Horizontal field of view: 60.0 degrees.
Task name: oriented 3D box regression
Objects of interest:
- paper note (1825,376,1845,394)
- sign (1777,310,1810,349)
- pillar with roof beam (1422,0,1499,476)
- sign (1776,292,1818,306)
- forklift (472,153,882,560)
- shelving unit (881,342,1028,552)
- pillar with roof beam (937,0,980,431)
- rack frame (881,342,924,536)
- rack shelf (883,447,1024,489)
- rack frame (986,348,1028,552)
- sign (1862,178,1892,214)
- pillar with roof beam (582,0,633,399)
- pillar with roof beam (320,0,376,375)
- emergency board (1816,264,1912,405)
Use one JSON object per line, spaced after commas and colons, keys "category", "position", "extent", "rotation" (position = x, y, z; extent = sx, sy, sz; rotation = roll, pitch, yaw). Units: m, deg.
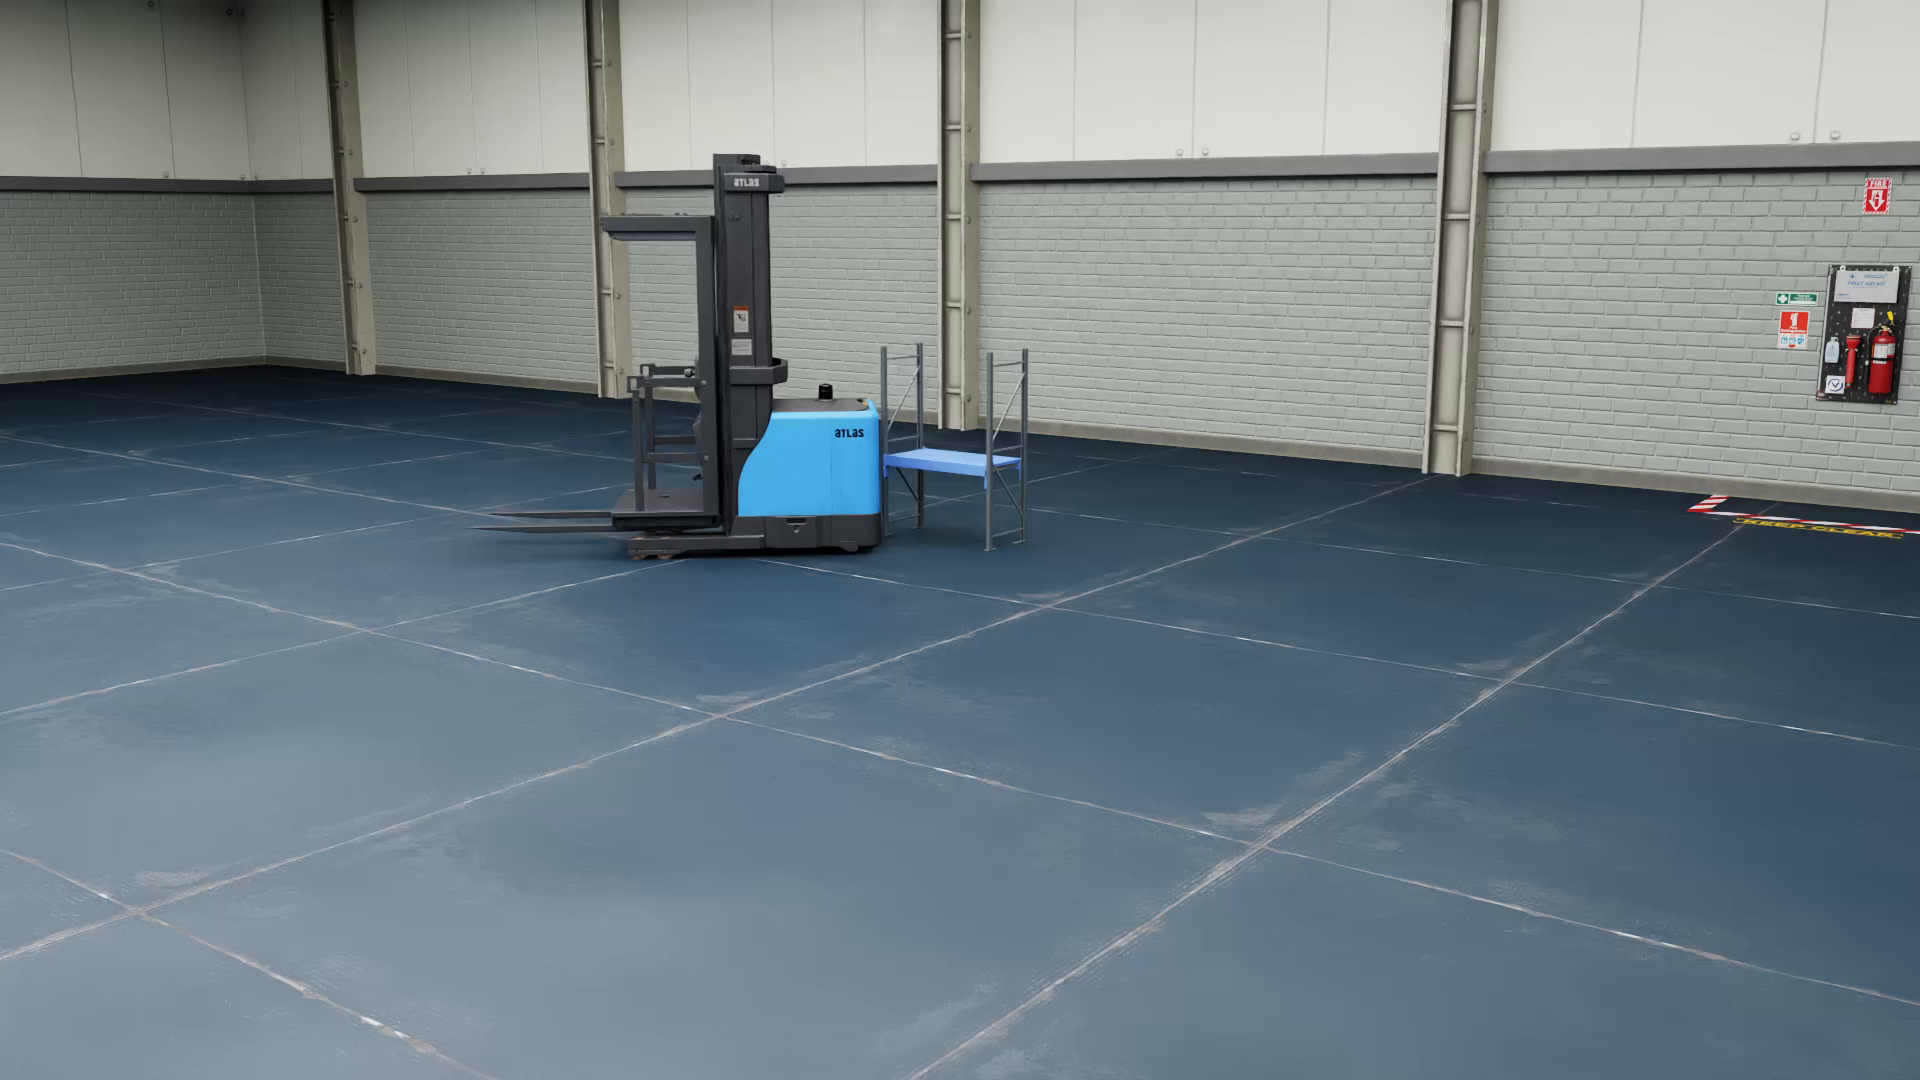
{"category": "paper note", "position": [7.585, -1.346, 14.411], "extent": [0.142, 0.148, 0.016], "rotation": [8, 13, 36]}
{"category": "sign", "position": [7.303, -1.844, 14.569], "extent": [0.234, 0.329, 0.001], "rotation": [8, 13, 36]}
{"category": "pillar with roof beam", "position": [2.272, -4.426, 12.213], "extent": [0.400, 9.000, 9.100], "rotation": [8, 13, 36]}
{"category": "sign", "position": [7.301, -2.102, 14.509], "extent": [0.331, 0.109, 0.001], "rotation": [8, 13, 36]}
{"category": "forklift", "position": [-2.137, -1.400, 12.547], "extent": [3.031, 2.935, 1.130], "rotation": [-1, 11, -5]}
{"category": "shelving unit", "position": [-0.048, -0.746, 12.938], "extent": [1.048, 1.500, 0.538], "rotation": [8, 14, 36]}
{"category": "pillar with roof beam", "position": [-2.564, -5.100, 15.700], "extent": [0.400, 9.000, 9.100], "rotation": [8, 13, 36]}
{"category": "rack frame", "position": [-0.456, -0.804, 13.236], "extent": [0.032, 1.500, 0.500], "rotation": [8, 14, 36]}
{"category": "rack shelf", "position": [-0.048, -0.570, 12.972], "extent": [1.000, 0.185, 0.538], "rotation": [8, 14, 36]}
{"category": "rack frame", "position": [0.359, -0.688, 12.639], "extent": [0.032, 1.500, 0.500], "rotation": [8, 14, 36]}
{"category": "sign", "position": [7.740, -2.903, 14.033], "extent": [0.199, 0.298, 0.001], "rotation": [8, 13, 36]}
{"category": "pillar with roof beam", "position": [-7.400, -5.775, 19.187], "extent": [0.400, 9.000, 9.100], "rotation": [8, 13, 36]}
{"category": "pillar with roof beam", "position": [-12.236, -6.449, 22.674], "extent": [0.400, 9.000, 9.100], "rotation": [8, 13, 36]}
{"category": "emergency board", "position": [7.687, -1.748, 14.169], "extent": [0.643, 1.169, 0.194], "rotation": [8, 13, 36]}
